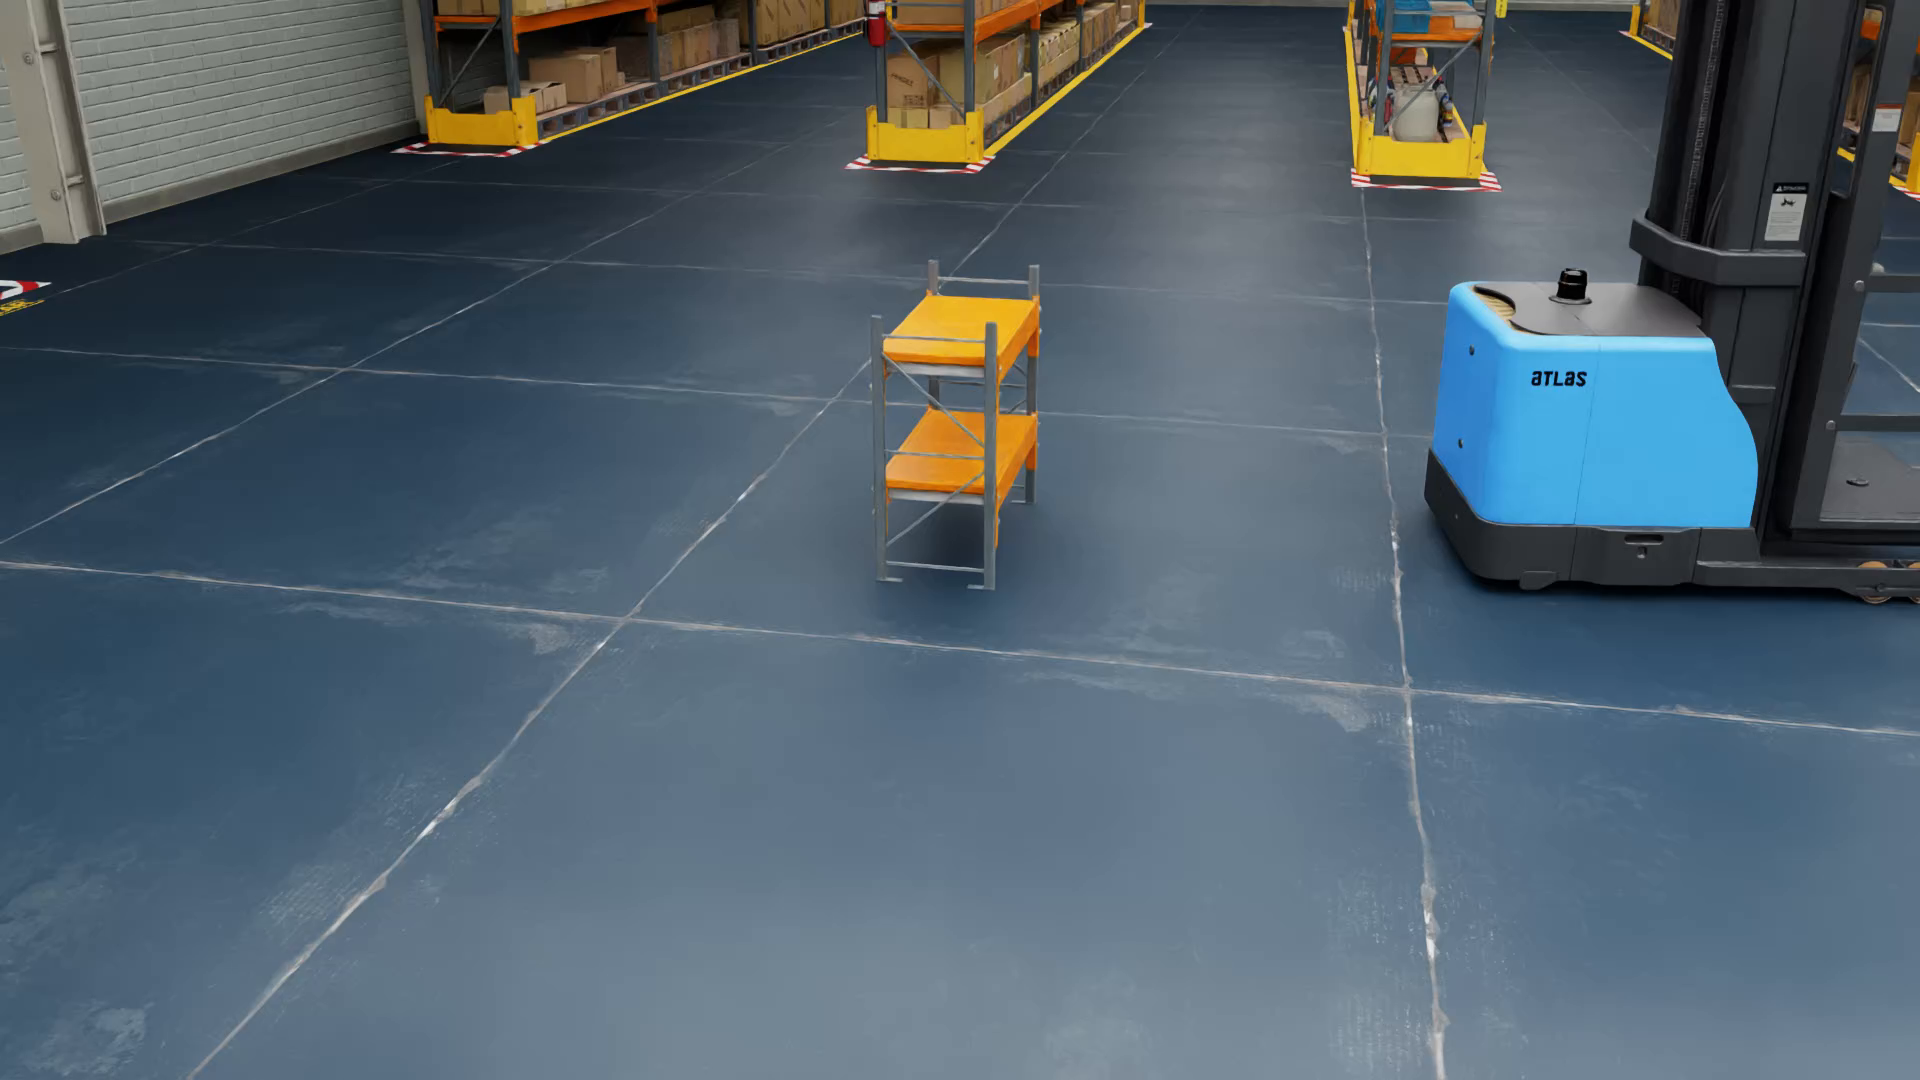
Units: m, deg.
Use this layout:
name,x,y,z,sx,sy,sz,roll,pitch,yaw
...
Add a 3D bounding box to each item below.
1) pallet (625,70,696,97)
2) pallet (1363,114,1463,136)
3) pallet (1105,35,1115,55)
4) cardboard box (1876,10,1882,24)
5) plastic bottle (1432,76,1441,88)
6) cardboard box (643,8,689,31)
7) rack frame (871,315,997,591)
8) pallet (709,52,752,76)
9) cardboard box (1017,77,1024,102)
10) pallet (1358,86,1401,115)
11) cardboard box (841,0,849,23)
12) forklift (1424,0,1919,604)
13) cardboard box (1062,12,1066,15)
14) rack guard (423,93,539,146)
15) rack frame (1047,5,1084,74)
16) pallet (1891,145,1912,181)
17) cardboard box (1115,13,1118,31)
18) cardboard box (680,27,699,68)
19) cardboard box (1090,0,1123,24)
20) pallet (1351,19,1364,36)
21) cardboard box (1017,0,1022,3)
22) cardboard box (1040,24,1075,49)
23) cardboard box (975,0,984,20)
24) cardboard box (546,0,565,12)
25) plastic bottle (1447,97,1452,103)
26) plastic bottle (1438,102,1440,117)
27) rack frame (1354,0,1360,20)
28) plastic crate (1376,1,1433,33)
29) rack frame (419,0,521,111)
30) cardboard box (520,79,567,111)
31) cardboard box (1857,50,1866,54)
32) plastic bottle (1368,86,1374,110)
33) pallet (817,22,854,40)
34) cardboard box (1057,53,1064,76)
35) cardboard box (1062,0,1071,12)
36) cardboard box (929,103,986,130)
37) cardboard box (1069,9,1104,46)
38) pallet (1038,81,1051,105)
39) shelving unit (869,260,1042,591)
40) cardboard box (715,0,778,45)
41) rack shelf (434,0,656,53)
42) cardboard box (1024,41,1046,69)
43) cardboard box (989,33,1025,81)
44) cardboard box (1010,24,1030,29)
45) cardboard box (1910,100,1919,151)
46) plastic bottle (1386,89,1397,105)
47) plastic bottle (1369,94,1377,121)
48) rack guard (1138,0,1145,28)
name,x,y,z,sx,sy,sz,roll,pitch,yaw
pallet,-4.228,-6.149,22.339,1.003,0.211,1.213,4,22,11
pallet,4.888,-4.419,18.043,1.003,0.211,1.213,4,22,11
pallet,1.968,-8.113,27.216,1.003,0.211,1.213,4,22,11
cardboard box,9.530,-5.303,16.842,0.380,0.149,0.250,4,22,11
plastic bottle,5.464,-5.120,19.009,0.144,0.351,0.185,4,22,9
cardboard box,-4.063,-7.172,22.901,0.500,0.250,0.500,4,22,9
rack frame,-0.102,-0.338,6.688,0.500,1.125,0.032,4,22,11
pallet,-3.730,-7.041,24.555,1.003,0.211,1.213,4,22,11
cardboard box,0.472,-5.332,19.697,0.500,0.250,0.500,4,22,11
pallet,5.435,-5.399,20.477,1.003,0.211,1.213,4,22,11
cardboard box,-2.394,-9.568,29.879,0.700,0.500,0.500,4,22,10
forklift,3.627,-1.304,6.668,3.031,2.935,1.130,1,22,2
cardboard box,1.348,-7.838,25.557,0.500,0.500,0.500,4,22,9
rack guard,-5.186,-4.563,18.015,1.175,0.500,0.348,4,22,11
rack frame,1.281,-8.244,23.809,1.000,3.000,0.127,4,22,11
pallet,9.562,-3.591,15.987,1.003,0.211,1.213,4,22,11
cardboard box,2.395,-8.801,28.202,0.500,0.311,0.500,4,22,11
cardboard box,-4.052,-6.849,23.102,0.700,0.500,0.500,5,22,12
cardboard box,2.475,-9.441,29.532,0.797,0.503,0.637,4,22,11
pallet,7.555,-9.199,29.912,1.003,0.211,1.213,4,22,11
cardboard box,0.380,-6.665,19.754,0.700,0.500,0.500,4,22,10
cardboard box,1.315,-7.023,23.144,0.500,0.311,0.500,4,22,10
cardboard box,-0.141,-5.727,17.425,0.700,0.500,0.500,5,22,12
cardboard box,-4.699,-5.980,18.360,0.500,0.250,0.500,4,22,9
plastic bottle,5.236,-4.604,17.818,0.061,0.283,0.133,5,22,12
plastic bottle,5.324,-4.758,18.310,0.097,0.201,0.097,0,22,0
rack frame,7.762,-10.791,30.133,1.000,3.000,0.127,4,22,11
plastic crate,4.306,-5.076,16.142,0.499,0.251,0.616,4,22,11
rack frame,-5.202,-5.695,17.479,1.000,3.000,0.127,4,22,11
cardboard box,-4.856,-5.106,19.028,0.500,0.311,0.500,6,23,15
cardboard box,10.538,-5.670,20.174,0.700,0.500,0.500,3,22,6
plastic bottle,4.629,-4.957,18.693,0.061,0.283,0.133,5,23,13
pallet,-2.521,-9.062,29.572,1.003,0.211,1.213,4,22,11
cardboard box,1.103,-6.392,22.328,0.500,0.250,0.500,5,22,12
cardboard box,1.454,-8.392,25.929,0.500,0.250,0.500,4,22,10
cardboard box,-0.024,-4.417,17.424,0.500,0.250,0.500,4,22,11
cardboard box,1.964,-8.000,25.959,0.500,0.500,0.500,4,22,9
pallet,0.577,-5.760,21.374,1.003,0.211,1.213,4,22,11
shelving unit,0.001,-0.524,7.150,0.538,1.125,1.048,4,22,11
cardboard box,-3.291,-8.077,25.709,0.750,0.750,0.750,4,22,10
rack shelf,-4.794,-6.093,19.429,1.077,0.370,4.000,4,22,11
cardboard box,0.793,-6.093,20.835,0.500,0.311,0.500,5,22,11
cardboard box,0.471,-5.680,19.557,0.500,0.500,0.500,4,22,11
cardboard box,0.788,-7.062,23.241,0.500,0.311,0.500,4,22,10
cardboard box,9.578,-4.046,16.168,0.500,0.500,0.500,11,24,25
plastic bottle,4.767,-4.853,18.445,0.152,0.276,0.135,4,22,11
plastic bottle,4.521,-4.675,18.004,0.152,0.276,0.135,5,22,11
rack guard,2.898,-9.983,31.472,1.175,0.500,0.348,4,22,11
